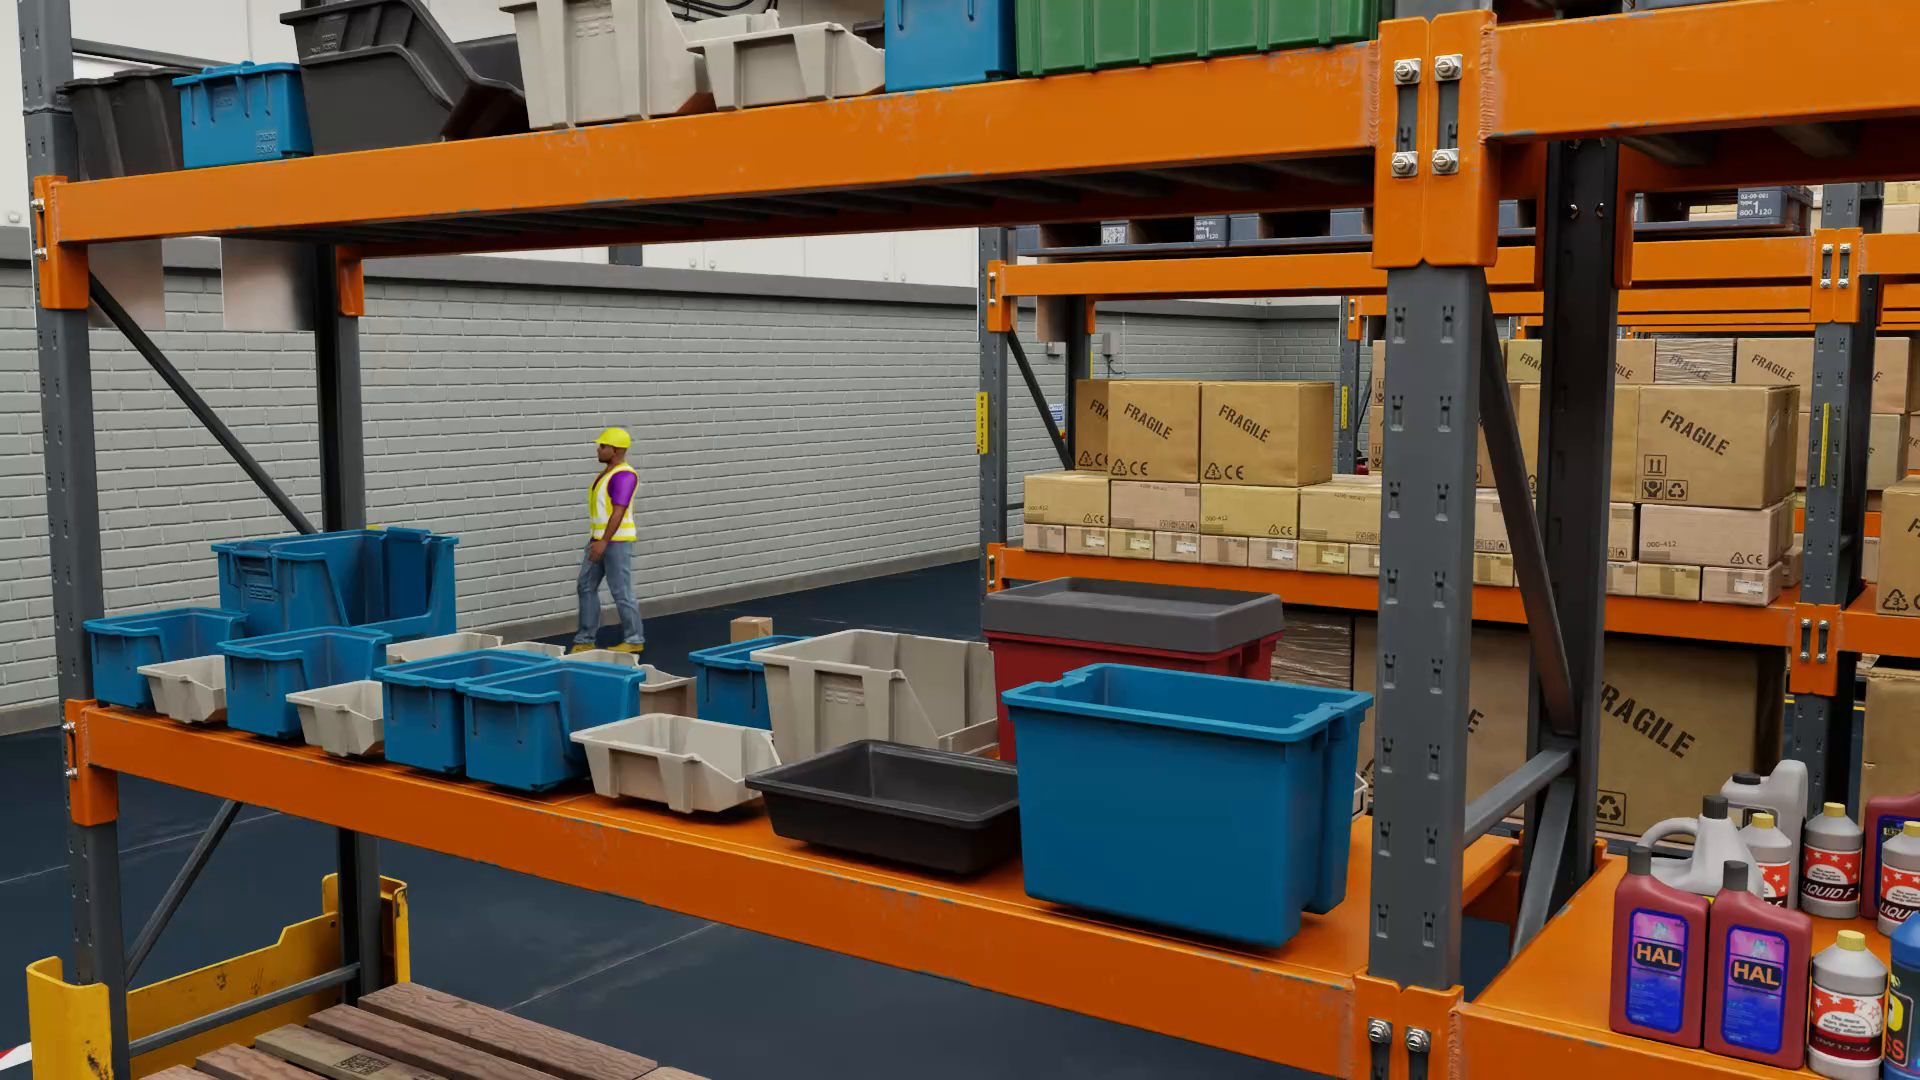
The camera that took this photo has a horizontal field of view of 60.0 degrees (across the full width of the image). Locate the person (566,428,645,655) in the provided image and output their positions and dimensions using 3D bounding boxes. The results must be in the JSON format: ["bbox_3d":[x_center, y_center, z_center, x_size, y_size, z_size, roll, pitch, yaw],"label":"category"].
[{"bbox_3d":[-2.757,0.054,12.803,0.627,1.828,0.573,-4,7,-30],"label":"person"}]
